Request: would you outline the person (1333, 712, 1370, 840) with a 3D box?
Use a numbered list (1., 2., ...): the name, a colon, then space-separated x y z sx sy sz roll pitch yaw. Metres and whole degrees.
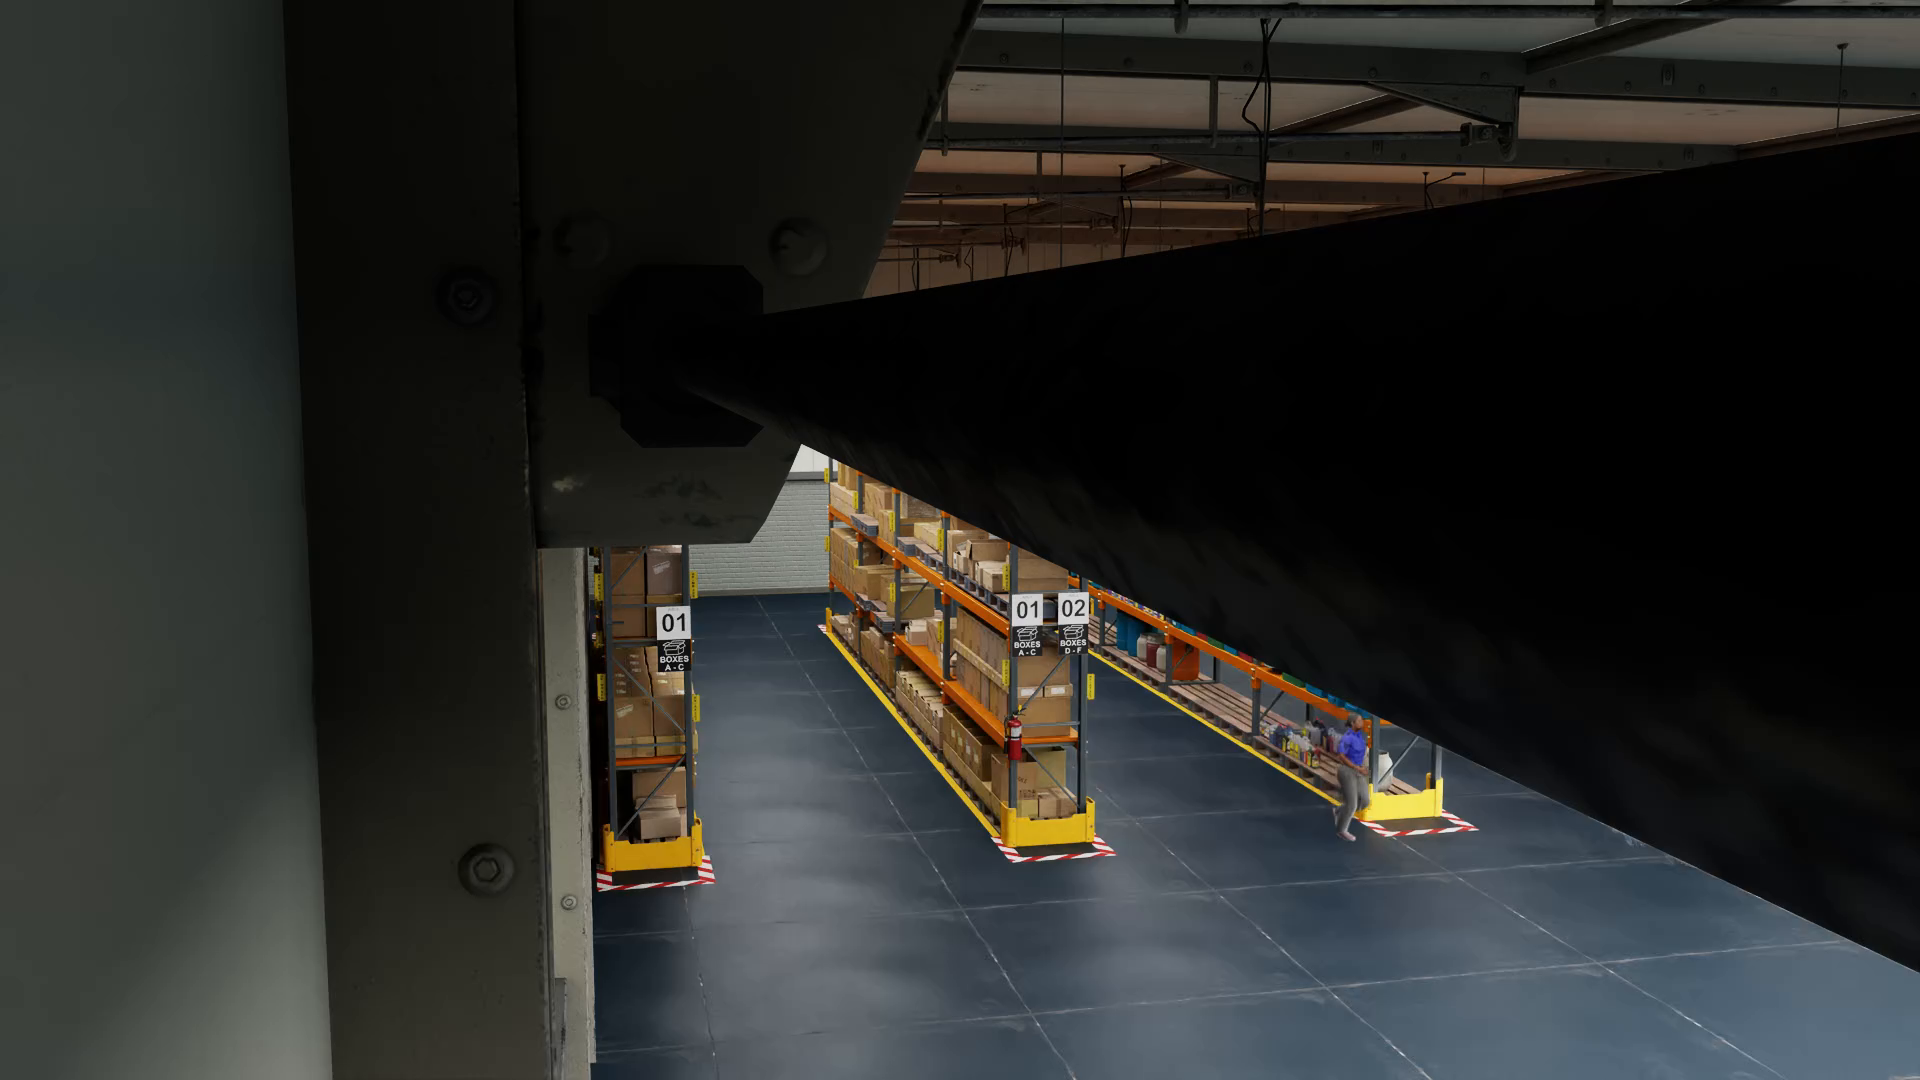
1. person: 5.051 3.026 21.343 0.557 1.617 0.620 6 9 41
